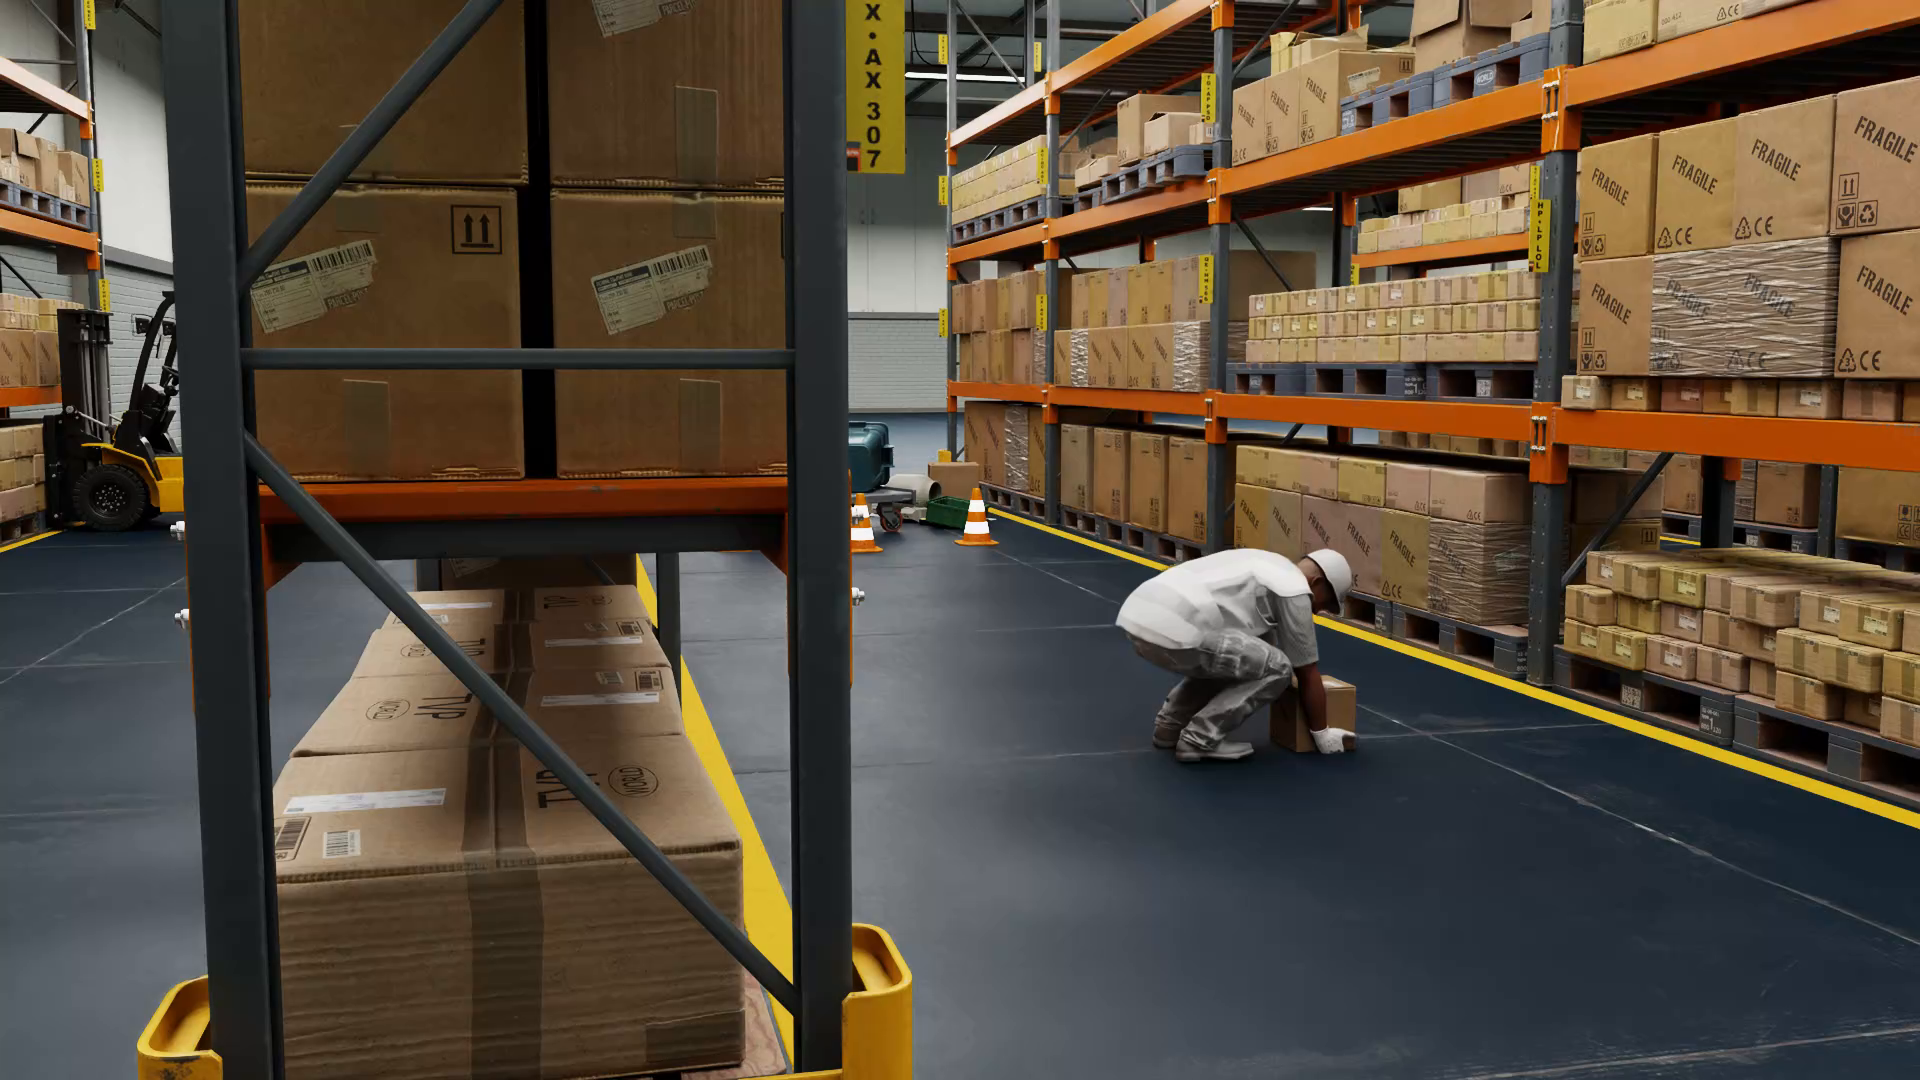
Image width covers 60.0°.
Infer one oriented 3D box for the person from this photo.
[{"bbox_3d":[1.087,0.443,6.499,0.971,0.809,0.560,-2,6,-15],"label":"person"}]
